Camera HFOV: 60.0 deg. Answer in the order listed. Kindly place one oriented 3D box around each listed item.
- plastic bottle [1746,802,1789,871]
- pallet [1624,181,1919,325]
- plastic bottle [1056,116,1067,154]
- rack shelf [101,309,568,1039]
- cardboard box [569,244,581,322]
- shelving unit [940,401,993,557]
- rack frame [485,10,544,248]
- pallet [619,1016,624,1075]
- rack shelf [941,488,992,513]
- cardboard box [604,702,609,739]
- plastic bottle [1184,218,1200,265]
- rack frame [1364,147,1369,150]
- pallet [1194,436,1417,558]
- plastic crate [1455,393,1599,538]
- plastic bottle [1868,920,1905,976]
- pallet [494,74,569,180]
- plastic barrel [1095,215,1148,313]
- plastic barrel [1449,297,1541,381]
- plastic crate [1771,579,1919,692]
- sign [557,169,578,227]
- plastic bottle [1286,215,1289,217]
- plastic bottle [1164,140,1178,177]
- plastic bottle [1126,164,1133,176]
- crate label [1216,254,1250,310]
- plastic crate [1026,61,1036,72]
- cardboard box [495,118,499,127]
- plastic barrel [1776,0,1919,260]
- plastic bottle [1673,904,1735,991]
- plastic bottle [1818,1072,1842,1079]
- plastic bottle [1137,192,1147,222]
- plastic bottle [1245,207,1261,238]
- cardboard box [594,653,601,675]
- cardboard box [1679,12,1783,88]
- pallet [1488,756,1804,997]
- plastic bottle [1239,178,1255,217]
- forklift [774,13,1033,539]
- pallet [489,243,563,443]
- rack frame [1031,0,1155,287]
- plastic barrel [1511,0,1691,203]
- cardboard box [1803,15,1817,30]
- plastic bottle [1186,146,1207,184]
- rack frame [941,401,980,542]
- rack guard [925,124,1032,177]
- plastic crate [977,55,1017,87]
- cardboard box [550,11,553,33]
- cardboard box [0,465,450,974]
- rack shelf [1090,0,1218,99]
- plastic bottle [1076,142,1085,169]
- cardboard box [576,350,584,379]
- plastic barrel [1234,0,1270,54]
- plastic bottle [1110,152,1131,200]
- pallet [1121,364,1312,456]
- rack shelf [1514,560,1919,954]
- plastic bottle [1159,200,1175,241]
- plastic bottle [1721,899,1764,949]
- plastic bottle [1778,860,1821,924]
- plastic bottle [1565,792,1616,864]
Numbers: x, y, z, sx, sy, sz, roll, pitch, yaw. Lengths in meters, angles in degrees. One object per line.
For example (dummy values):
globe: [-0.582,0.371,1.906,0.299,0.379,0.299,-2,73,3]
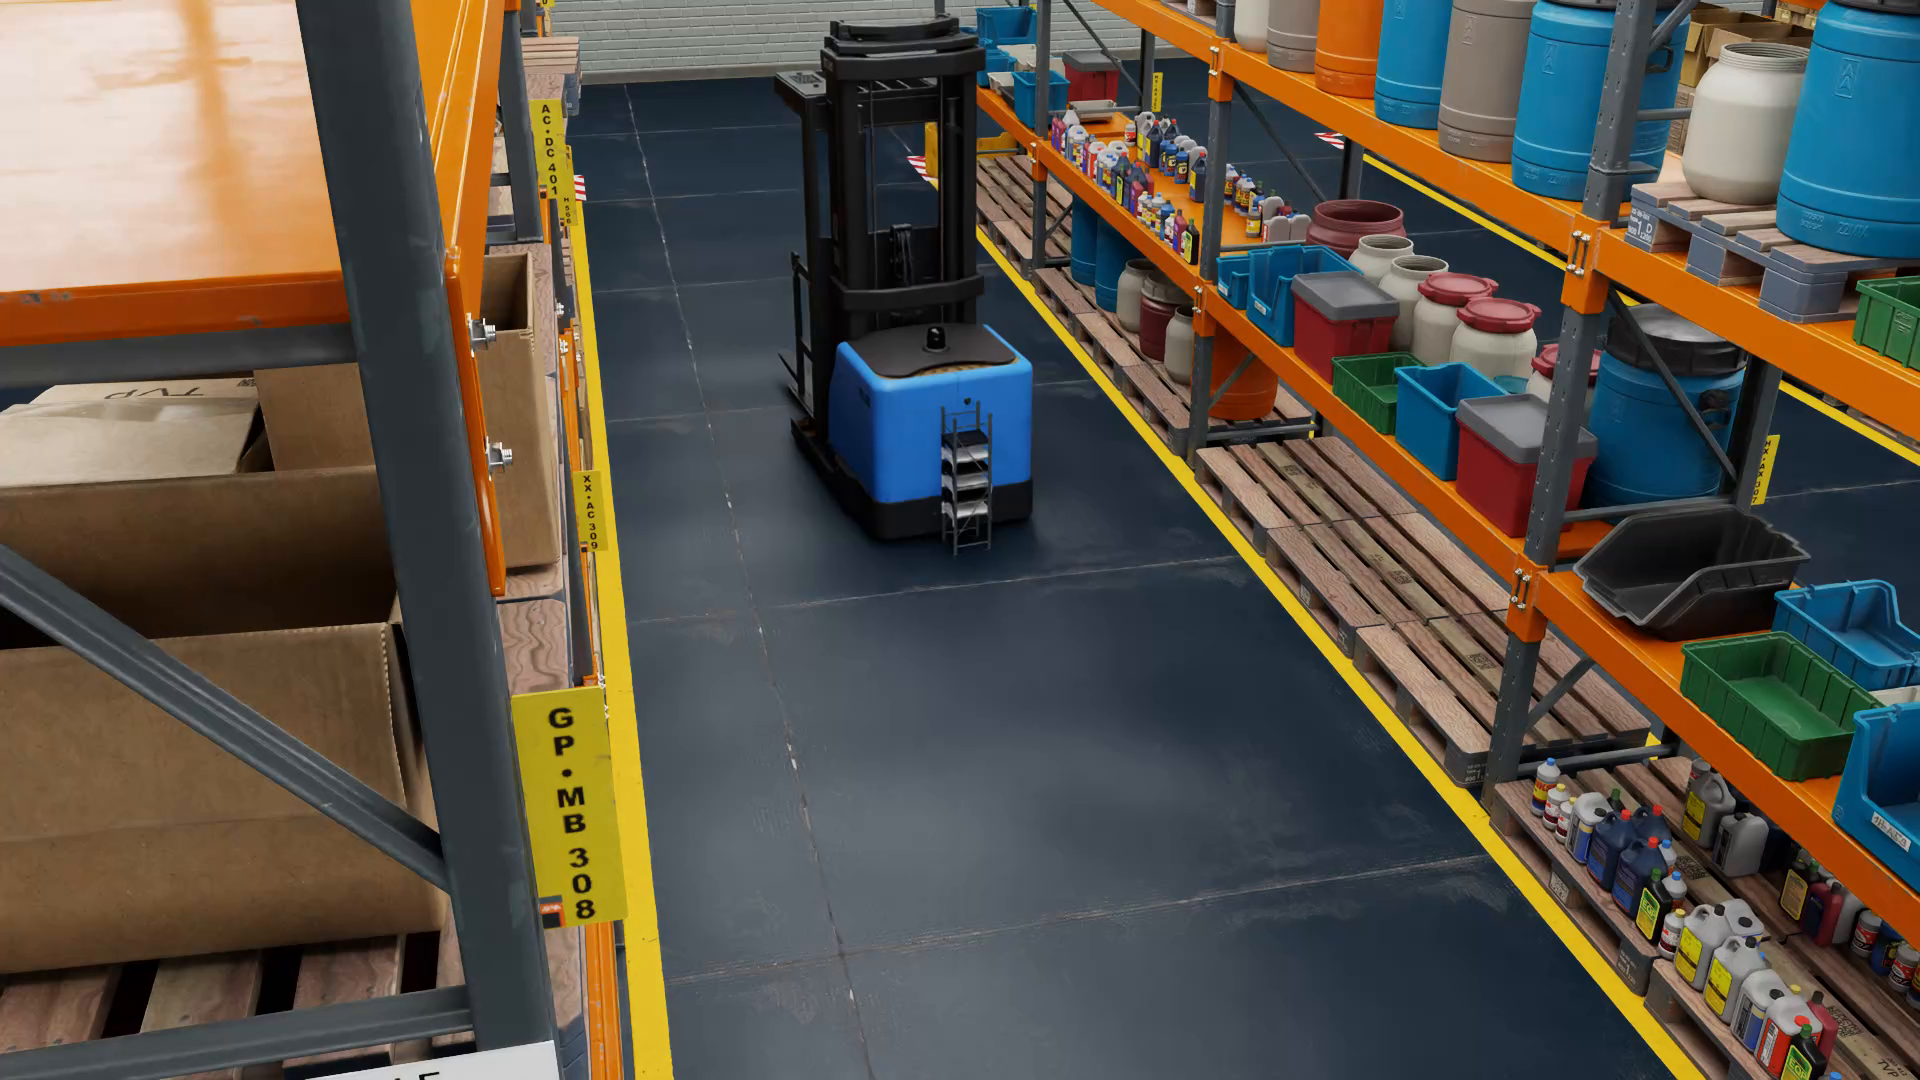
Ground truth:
plastic bottle: [3.406,1.198,7.000,0.144,0.351,0.185,-7,28,-14]
pallet: [3.194,-1.074,5.930,1.213,0.211,1.003,-6,27,-12]
plastic bottle: [0.831,-3.323,13.635,0.061,0.283,0.133,-6,27,-12]
rack shelf: [-1.440,0.235,3.924,1.077,0.370,4.000,-6,27,-12]
cardboard box: [-3.303,-2.030,13.228,0.500,0.500,0.500,-6,27,-12]
shelving unit: [0.039,-0.364,9.972,0.258,0.900,0.210,-9,28,-18]
rack frame: [-1.890,-2.303,4.826,1.000,3.000,0.127,-6,27,-12]
pallet: [-1.752,1.973,6.106,1.003,0.211,1.213,-6,27,-12]
rack shelf: [0.039,-0.254,10.028,0.258,0.077,0.200,-9,28,-18]
cardboard box: [-1.854,0.988,7.548,0.500,0.250,0.500,-5,27,-10]
plastic bottle: [1.528,-1.964,10.942,0.061,0.283,0.133,-6,27,-12]
rack frame: [5.058,-5.897,18.605,1.000,3.000,0.127,-6,27,-12]
pallet: [2.172,-0.293,10.597,1.003,0.211,1.213,-6,27,-12]
plastic crate: [2.529,-0.336,7.516,0.402,0.464,0.583,-6,27,-12]
plastic bottle: [3.587,1.541,6.409,0.097,0.271,0.097,0,27,0]
pallet: [-2.297,-1.856,7.479,1.003,0.211,1.213,-5,27,-9]
plastic barrel: [1.399,-2.337,13.415,0.600,0.901,0.708,-6,27,-12]
plastic barrel: [2.769,-0.951,8.655,0.433,0.535,0.433,0,27,0]
plastic crate: [3.450,0.399,6.296,0.499,0.251,0.616,-6,27,-12]
sign: [-2.252,-1.955,9.510,0.100,0.325,0.005,-6,27,-12]
plastic bottle: [2.231,-2.113,11.327,0.097,0.201,0.097,0,27,0]
plastic bottle: [1.646,-2.979,12.966,0.097,0.271,0.097,0,27,0]
plastic bottle: [1.258,-2.612,12.225,0.061,0.283,0.133,-6,27,-12]
crate label: [1.765,-1.584,10.246,0.303,0.233,0.416,-6,27,-12]
plastic crate: [0.815,-4.587,16.235,0.298,0.136,0.250,-6,27,-12]
cardboard box: [-2.262,-1.930,7.116,0.500,0.250,0.500,-8,28,-16]
plastic barrel: [3.056,-1.429,5.400,0.600,0.901,0.708,-6,27,-12]
plastic bottle: [2.852,1.526,6.349,0.144,0.351,0.185,-6,27,-12]
plastic bottle: [2.997,1.921,5.732,0.097,0.201,0.097,0,27,0]
plastic bottle: [1.314,-2.381,11.858,0.097,0.201,0.097,0,27,0]
plastic bottle: [2.031,-2.199,11.497,0.097,0.201,0.097,0,27,0]
cardboard box: [-1.848,0.738,7.422,0.500,0.311,0.500,-6,27,-12]
cardboard box: [6.255,-4.052,13.724,0.797,0.503,0.637,-6,27,-11]
pallet: [3.047,1.418,7.207,1.003,0.211,1.213,-6,27,-12]
plastic bottle: [2.067,-2.464,11.946,0.097,0.271,0.097,0,27,0]
forklift: [-0.532,-1.957,10.874,1.130,2.935,3.031,-9,28,-18]
pallet: [-1.673,-0.553,4.785,1.003,0.211,1.213,-6,27,-12]
rack frame: [1.134,-3.638,14.129,1.000,3.000,0.127,-6,27,-12]
plastic barrel: [2.610,-1.890,6.781,0.600,0.901,0.708,-6,27,-12]
cardboard box: [9.773,-5.838,18.766,0.380,0.149,0.250,-7,28,-13]
plastic bottle: [1.816,-2.900,12.804,0.152,0.276,0.135,-6,27,-12]
rack frame: [0.004,-0.407,10.058,0.240,0.900,0.006,-9,28,-18]
rack guard: [0.214,-4.287,18.190,1.175,0.500,0.348,-6,27,-12]
plastic crate: [0.331,-4.495,15.945,0.416,0.233,0.300,-6,27,-12]
cardboard box: [-3.990,-4.767,15.146,0.500,0.500,0.500,-5,27,-10]
cardboard box: [-1.114,0.243,2.374,0.797,0.503,0.637,-4,27,-8]
rack shelf: [1.584,-3.778,11.876,1.077,0.370,4.000,-6,27,-12]
plastic bottle: [0.971,-3.051,13.185,0.097,0.201,0.097,0,27,0]
cardboard box: [-2.739,-0.919,11.028,0.500,0.500,0.500,-7,28,-13]
plastic barrel: [1.807,-3.104,9.617,0.421,0.512,0.421,0,27,0]
plastic bottle: [1.204,-2.710,12.345,0.144,0.351,0.185,-6,27,-12]
pallet: [1.817,-0.979,11.956,1.003,0.211,1.213,-6,27,-12]
rack shelf: [3.387,1.073,5.593,1.077,0.370,4.000,-6,27,-12]
plastic bottle: [1.424,-2.198,11.419,0.097,0.271,0.097,0,27,0]
plastic bottle: [2.991,1.533,6.418,0.152,0.276,0.135,-6,27,-12]
plastic bottle: [3.384,1.391,6.691,0.061,0.283,0.133,-6,27,-12]
plastic bottle: [2.681,1.217,7.044,0.152,0.276,0.135,-5,27,-10]
